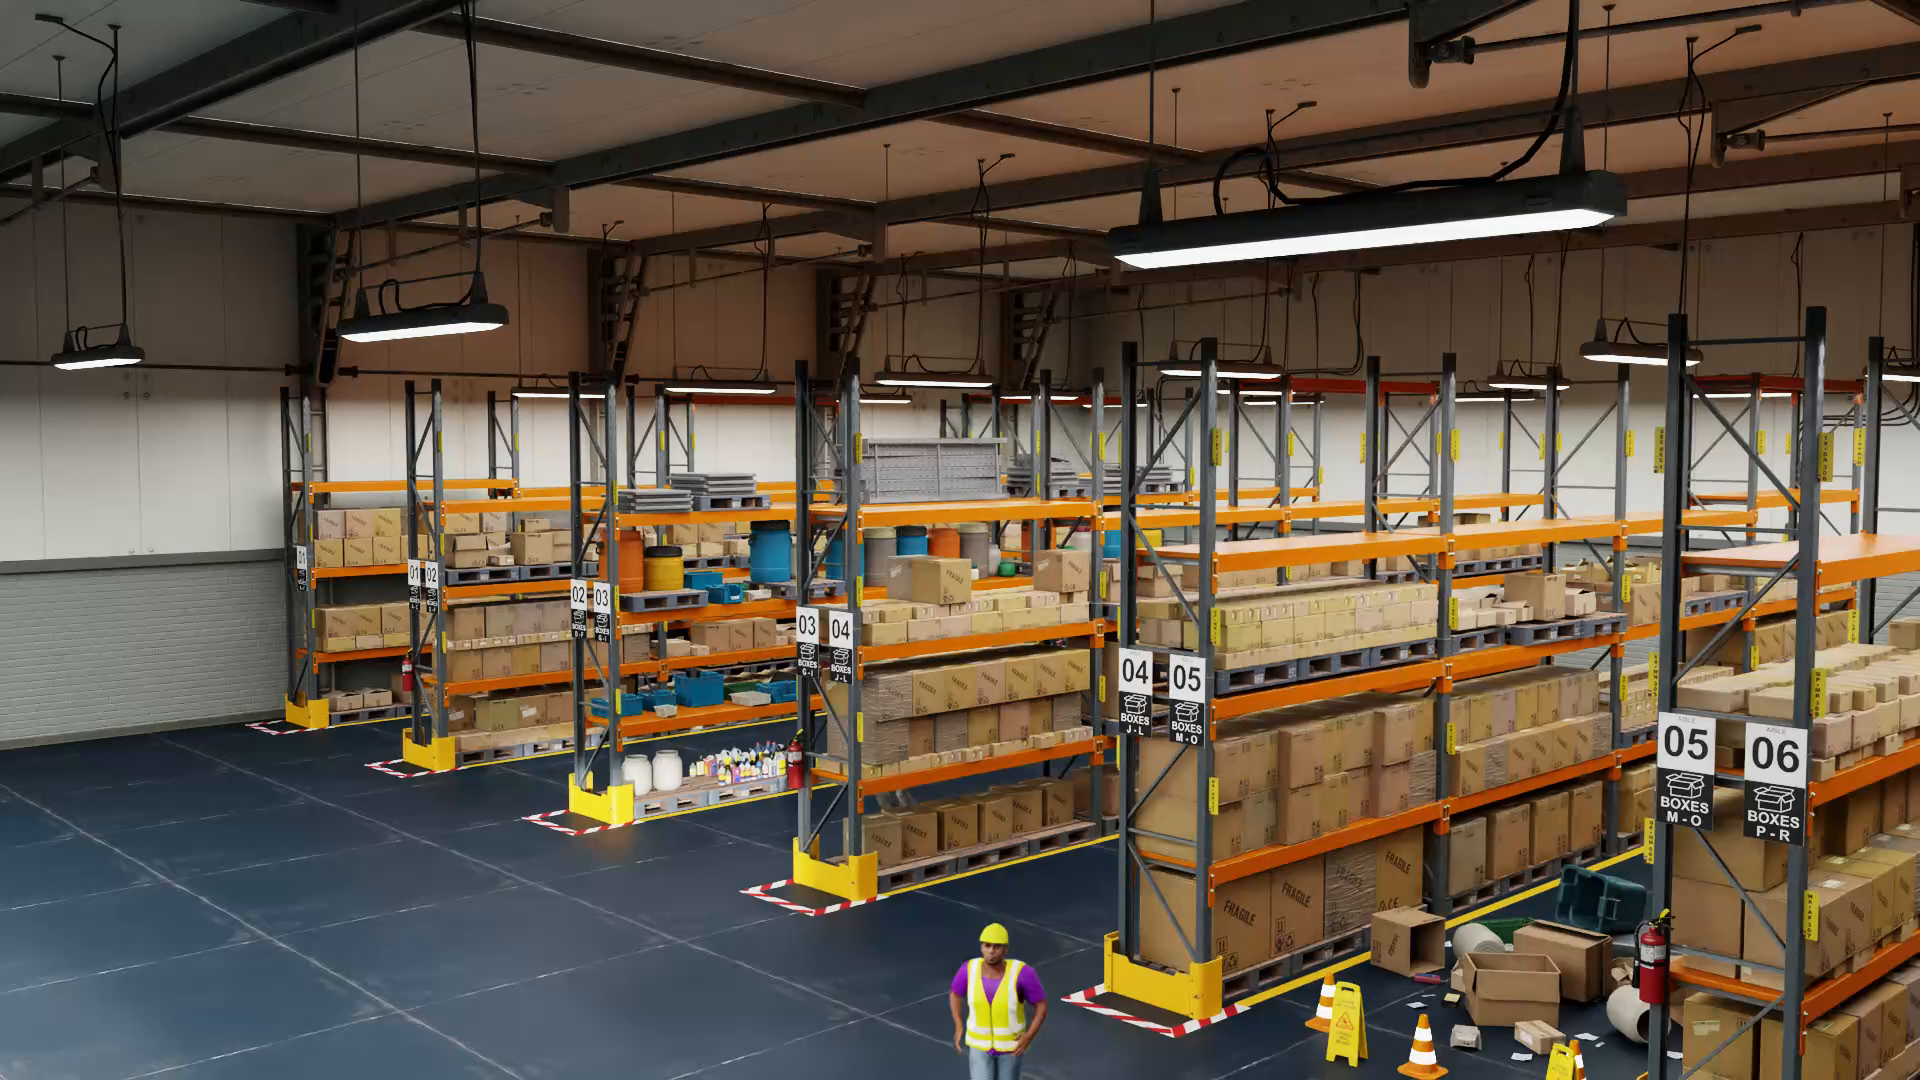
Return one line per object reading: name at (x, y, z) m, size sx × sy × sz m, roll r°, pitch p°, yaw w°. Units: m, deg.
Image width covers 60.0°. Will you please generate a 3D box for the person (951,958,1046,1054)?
person at (0.263, 3.676, 11.744) m, size 0.686 × 1.502 × 0.820 m, roll 1°, pitch 4°, yaw 9°
